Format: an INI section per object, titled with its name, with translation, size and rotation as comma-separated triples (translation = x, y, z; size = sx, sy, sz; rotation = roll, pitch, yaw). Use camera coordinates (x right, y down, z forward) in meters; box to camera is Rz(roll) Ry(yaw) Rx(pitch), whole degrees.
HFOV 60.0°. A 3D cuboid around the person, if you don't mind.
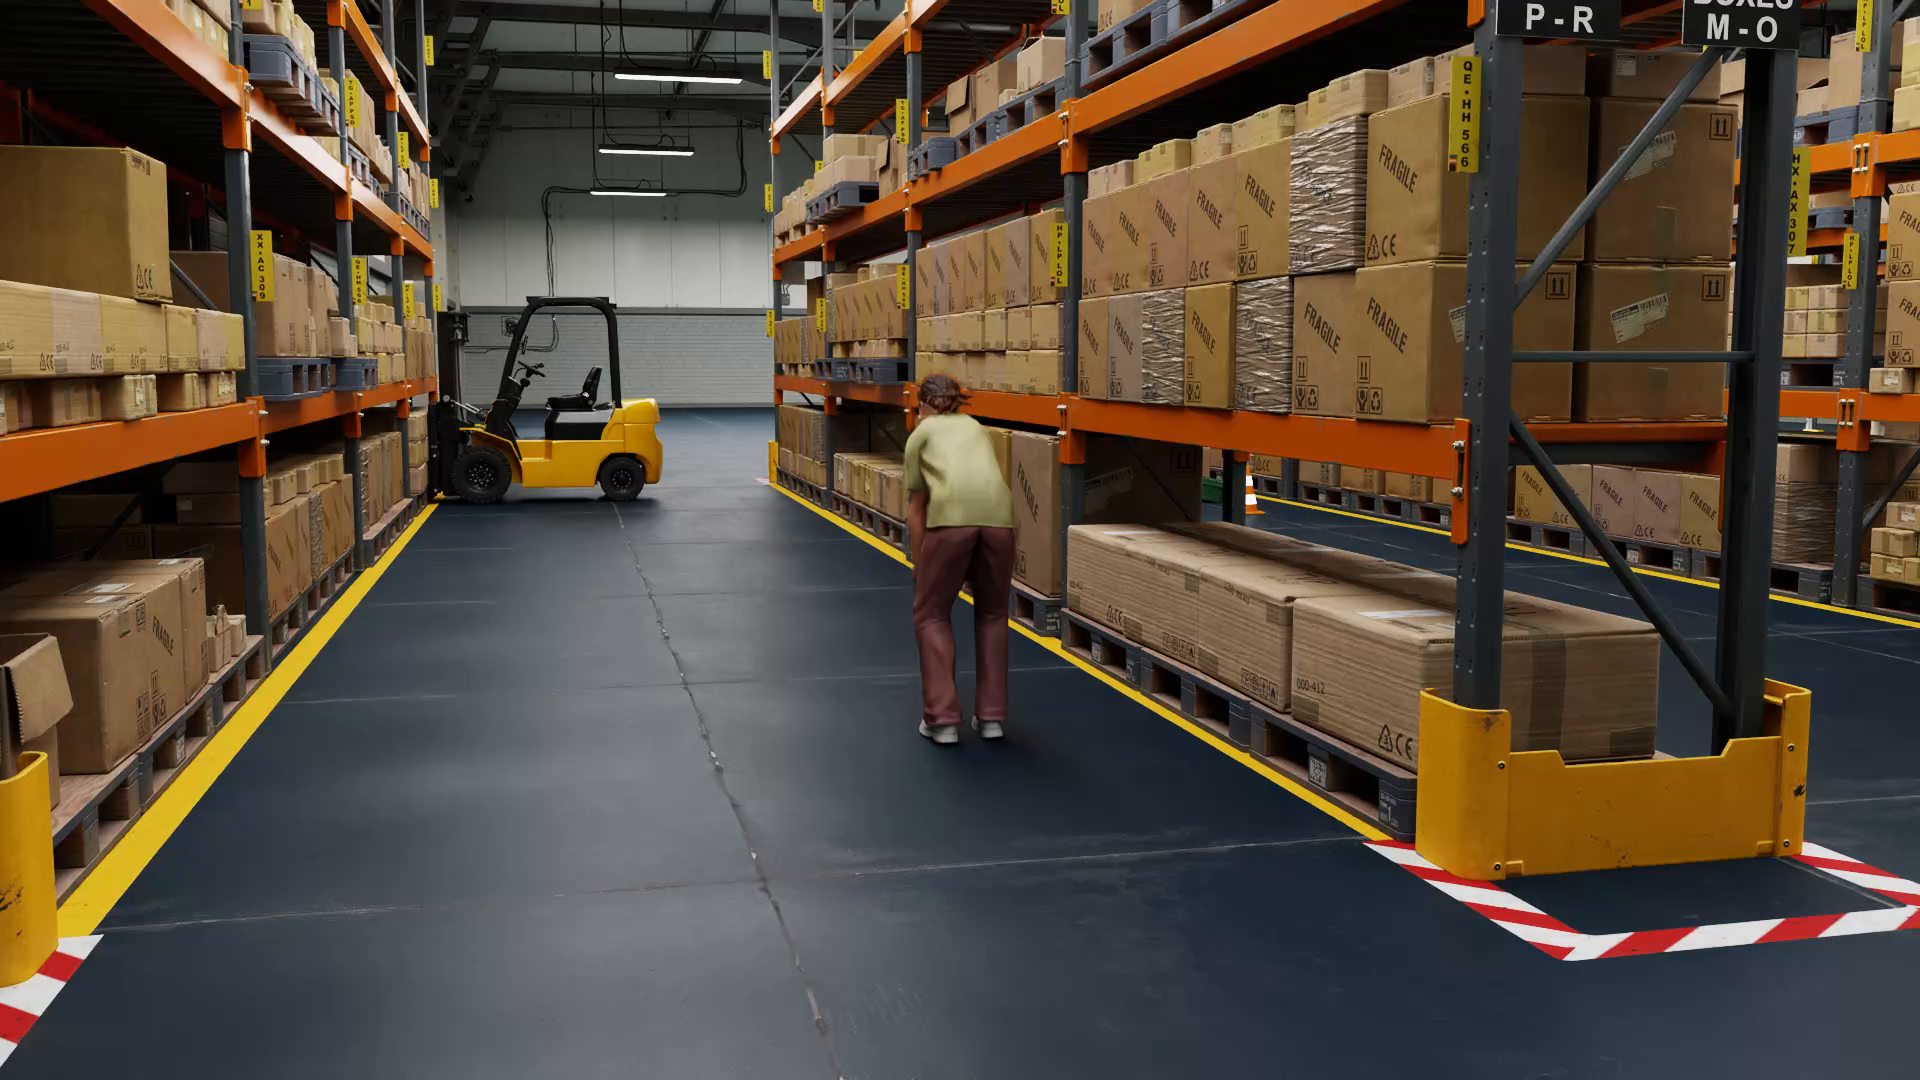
[person]
translation = -0.019, 0.054, 6.721
size = 0.397, 1.449, 0.727
rotation = -2, 6, -15
